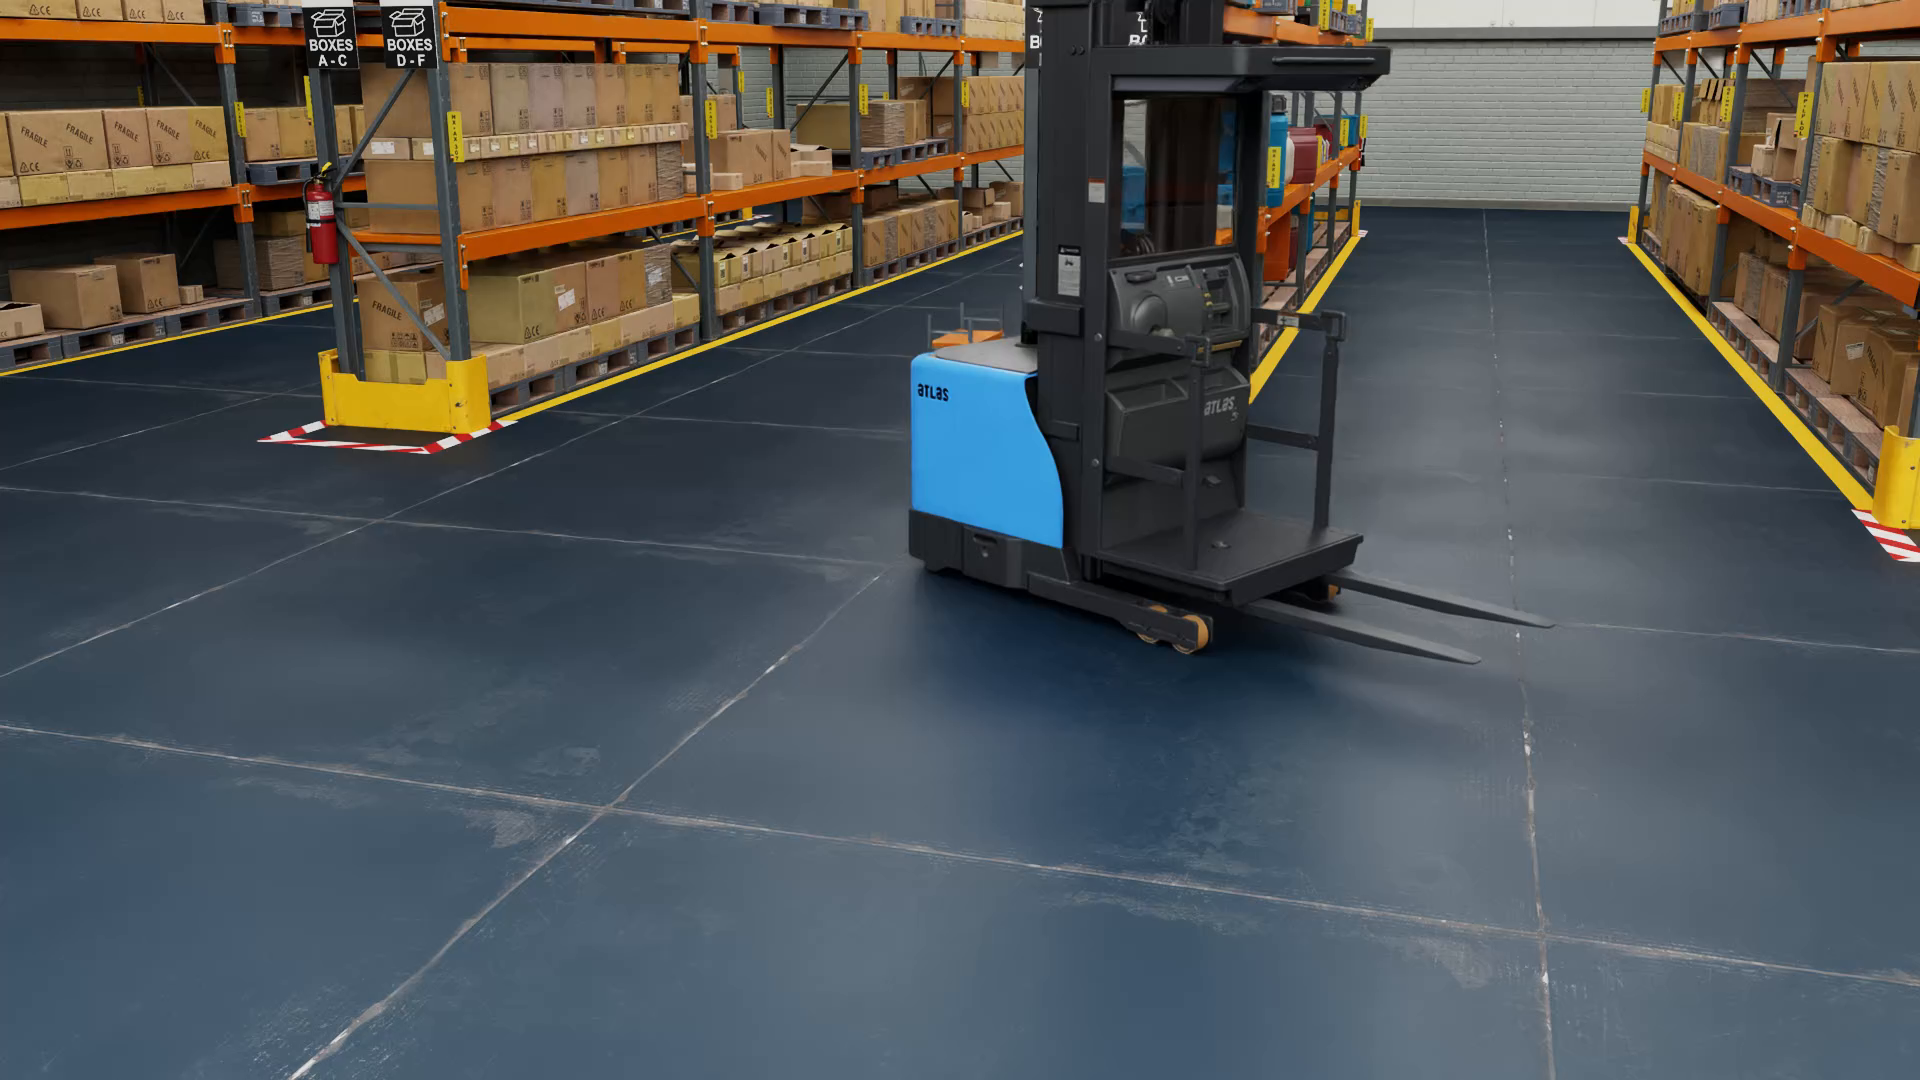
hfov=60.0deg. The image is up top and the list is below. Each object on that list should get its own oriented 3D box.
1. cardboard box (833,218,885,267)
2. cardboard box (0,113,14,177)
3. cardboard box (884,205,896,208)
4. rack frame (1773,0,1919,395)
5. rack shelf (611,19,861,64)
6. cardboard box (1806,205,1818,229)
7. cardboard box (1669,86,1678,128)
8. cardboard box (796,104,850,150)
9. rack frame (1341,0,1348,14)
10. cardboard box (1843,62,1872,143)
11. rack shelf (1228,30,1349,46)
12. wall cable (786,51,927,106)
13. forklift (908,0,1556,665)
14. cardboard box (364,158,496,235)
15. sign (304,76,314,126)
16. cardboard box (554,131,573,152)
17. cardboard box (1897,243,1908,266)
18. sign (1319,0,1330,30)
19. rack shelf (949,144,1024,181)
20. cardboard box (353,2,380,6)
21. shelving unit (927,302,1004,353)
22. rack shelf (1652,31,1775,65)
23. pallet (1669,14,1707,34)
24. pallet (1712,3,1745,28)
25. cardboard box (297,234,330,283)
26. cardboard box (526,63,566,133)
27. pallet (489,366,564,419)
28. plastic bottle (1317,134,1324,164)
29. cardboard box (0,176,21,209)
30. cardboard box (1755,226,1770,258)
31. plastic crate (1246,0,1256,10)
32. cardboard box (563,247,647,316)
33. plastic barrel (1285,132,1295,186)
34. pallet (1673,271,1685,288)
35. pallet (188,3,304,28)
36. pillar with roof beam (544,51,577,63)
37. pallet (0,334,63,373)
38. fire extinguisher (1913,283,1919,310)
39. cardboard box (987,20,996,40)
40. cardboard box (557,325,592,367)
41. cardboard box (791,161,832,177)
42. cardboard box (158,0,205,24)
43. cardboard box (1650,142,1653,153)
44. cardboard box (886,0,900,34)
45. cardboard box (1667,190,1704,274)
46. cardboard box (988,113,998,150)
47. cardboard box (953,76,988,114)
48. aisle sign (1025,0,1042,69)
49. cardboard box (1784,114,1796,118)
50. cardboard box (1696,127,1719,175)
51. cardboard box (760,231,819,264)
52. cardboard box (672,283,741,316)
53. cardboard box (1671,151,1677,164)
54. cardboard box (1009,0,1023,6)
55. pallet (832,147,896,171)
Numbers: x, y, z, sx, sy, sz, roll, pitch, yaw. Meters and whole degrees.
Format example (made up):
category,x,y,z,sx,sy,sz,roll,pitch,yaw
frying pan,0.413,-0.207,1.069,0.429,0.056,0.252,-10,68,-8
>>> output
category,x,y,z,sx,sy,sz,roll,pitch,yaw
cardboard box,-1.196,-3.460,19.307,0.500,0.500,0.500,5,17,18
cardboard box,-8.049,-3.173,13.383,0.500,0.500,0.500,5,16,16
cardboard box,-1.124,-4.032,21.322,0.500,0.500,0.500,5,17,17
rack frame,6.761,-2.539,12.283,1.000,3.000,0.127,5,16,16
rack shelf,-2.167,-4.928,16.529,1.077,0.370,4.000,5,16,16
cardboard box,6.328,-2.321,11.974,0.380,0.149,0.250,5,16,16
cardboard box,9.055,-5.335,20.498,0.500,0.500,0.500,5,17,16
cardboard box,-1.528,-4.778,19.225,0.700,0.500,0.500,-1,16,-3
rack frame,4.286,-7.902,20.198,1.000,3.000,0.127,5,16,16
cardboard box,6.106,-2.851,10.824,0.500,0.500,0.500,5,16,16
rack shelf,3.717,-5.590,18.860,1.077,0.370,4.000,5,16,16
wall cable,-2.126,-9.675,32.139,3.097,2.526,0.112,5,16,16
forklift,1.138,-1.082,7.272,1.130,2.935,3.031,-15,22,-43
cardboard box,-3.728,-2.431,11.719,0.700,0.500,0.500,5,16,16
sign,-4.389,-2.978,11.276,0.100,0.325,0.005,5,16,16
cardboard box,-3.191,-3.045,12.695,0.380,0.149,0.250,4,16,15
cardboard box,5.687,-1.661,9.649,0.380,0.149,0.250,5,16,16
sign,3.678,-5.321,16.788,0.100,0.325,0.005,5,16,16
rack shelf,0.106,-5.578,24.317,1.077,0.370,4.000,5,16,16
cardboard box,-6.807,-5.908,18.439,0.797,0.503,0.637,7,17,24
shelving unit,0.034,-0.624,8.832,0.258,1.200,0.503,6,17,19
rack shelf,9.603,-6.252,21.196,1.077,0.370,4.000,5,16,16
pallet,9.626,-6.564,21.138,1.003,0.211,1.213,5,16,16
pallet,8.030,-5.110,16.197,1.213,0.211,1.003,5,17,18
cardboard box,-7.194,-3.033,17.801,0.700,0.500,0.500,4,16,15
cardboard box,-3.426,-3.339,12.542,0.700,0.500,0.500,5,16,16
pallet,-3.695,-1.123,12.403,1.003,0.211,1.213,5,16,16
plastic bottle,4.286,-4.678,19.915,0.144,0.351,0.185,5,16,16
cardboard box,-8.046,-2.822,13.520,0.500,0.250,0.500,4,16,14
cardboard box,7.736,-2.778,15.525,0.500,0.250,0.500,5,17,18
plastic crate,1.944,-3.788,11.673,0.243,0.136,0.396,5,16,16
cardboard box,-2.950,-2.149,13.803,0.500,0.500,0.500,5,16,16
plastic barrel,3.061,-3.737,16.304,0.421,0.512,0.421,0,16,0
pallet,8.887,-3.083,19.310,1.003,0.211,1.213,5,16,16
pallet,-7.209,-5.197,16.502,1.213,0.211,1.003,5,16,16
pillar with roof beam,-1.716,-8.587,22.611,9.100,9.000,0.400,5,16,16
pallet,-8.337,-1.533,13.847,1.003,0.211,1.213,5,16,16
fire extinguisher,5.150,-1.461,8.625,0.296,0.674,0.183,5,16,16
cardboard box,0.202,-7.141,23.287,0.500,0.250,0.500,5,16,16
cardboard box,-3.226,-1.526,12.980,0.500,0.250,0.500,5,16,16
cardboard box,-1.590,-3.977,17.814,0.380,0.149,0.250,5,16,16
cardboard box,-7.394,-5.040,15.384,0.500,0.500,0.500,5,17,17
cardboard box,9.537,-5.288,22.435,0.380,0.149,0.250,4,16,15
cardboard box,-1.215,-6.232,19.623,0.910,0.500,0.500,5,16,16
cardboard box,8.619,-3.409,18.475,1.225,0.875,0.875,4,16,14
cardboard box,0.231,-5.826,23.690,0.500,0.500,0.500,5,16,16
cardboard box,0.087,-6.167,23.058,0.500,0.500,0.500,4,16,14
aisle sign,0.570,-3.131,9.608,0.394,0.787,0.004,5,16,16
cardboard box,7.720,-3.537,14.850,0.700,0.500,0.500,7,17,24
cardboard box,8.238,-4.181,17.889,0.500,0.500,0.500,5,17,17
cardboard box,-1.799,-3.079,17.429,0.500,0.311,0.500,5,16,16
cardboard box,-2.384,-2.273,15.617,0.500,0.250,0.500,4,16,15
cardboard box,8.807,-4.616,20.067,0.380,0.149,0.250,5,17,16
cardboard box,0.544,-8.284,25.026,0.700,0.500,0.500,5,16,16
pallet,-1.474,-4.445,19.355,1.213,0.211,1.003,5,16,16
